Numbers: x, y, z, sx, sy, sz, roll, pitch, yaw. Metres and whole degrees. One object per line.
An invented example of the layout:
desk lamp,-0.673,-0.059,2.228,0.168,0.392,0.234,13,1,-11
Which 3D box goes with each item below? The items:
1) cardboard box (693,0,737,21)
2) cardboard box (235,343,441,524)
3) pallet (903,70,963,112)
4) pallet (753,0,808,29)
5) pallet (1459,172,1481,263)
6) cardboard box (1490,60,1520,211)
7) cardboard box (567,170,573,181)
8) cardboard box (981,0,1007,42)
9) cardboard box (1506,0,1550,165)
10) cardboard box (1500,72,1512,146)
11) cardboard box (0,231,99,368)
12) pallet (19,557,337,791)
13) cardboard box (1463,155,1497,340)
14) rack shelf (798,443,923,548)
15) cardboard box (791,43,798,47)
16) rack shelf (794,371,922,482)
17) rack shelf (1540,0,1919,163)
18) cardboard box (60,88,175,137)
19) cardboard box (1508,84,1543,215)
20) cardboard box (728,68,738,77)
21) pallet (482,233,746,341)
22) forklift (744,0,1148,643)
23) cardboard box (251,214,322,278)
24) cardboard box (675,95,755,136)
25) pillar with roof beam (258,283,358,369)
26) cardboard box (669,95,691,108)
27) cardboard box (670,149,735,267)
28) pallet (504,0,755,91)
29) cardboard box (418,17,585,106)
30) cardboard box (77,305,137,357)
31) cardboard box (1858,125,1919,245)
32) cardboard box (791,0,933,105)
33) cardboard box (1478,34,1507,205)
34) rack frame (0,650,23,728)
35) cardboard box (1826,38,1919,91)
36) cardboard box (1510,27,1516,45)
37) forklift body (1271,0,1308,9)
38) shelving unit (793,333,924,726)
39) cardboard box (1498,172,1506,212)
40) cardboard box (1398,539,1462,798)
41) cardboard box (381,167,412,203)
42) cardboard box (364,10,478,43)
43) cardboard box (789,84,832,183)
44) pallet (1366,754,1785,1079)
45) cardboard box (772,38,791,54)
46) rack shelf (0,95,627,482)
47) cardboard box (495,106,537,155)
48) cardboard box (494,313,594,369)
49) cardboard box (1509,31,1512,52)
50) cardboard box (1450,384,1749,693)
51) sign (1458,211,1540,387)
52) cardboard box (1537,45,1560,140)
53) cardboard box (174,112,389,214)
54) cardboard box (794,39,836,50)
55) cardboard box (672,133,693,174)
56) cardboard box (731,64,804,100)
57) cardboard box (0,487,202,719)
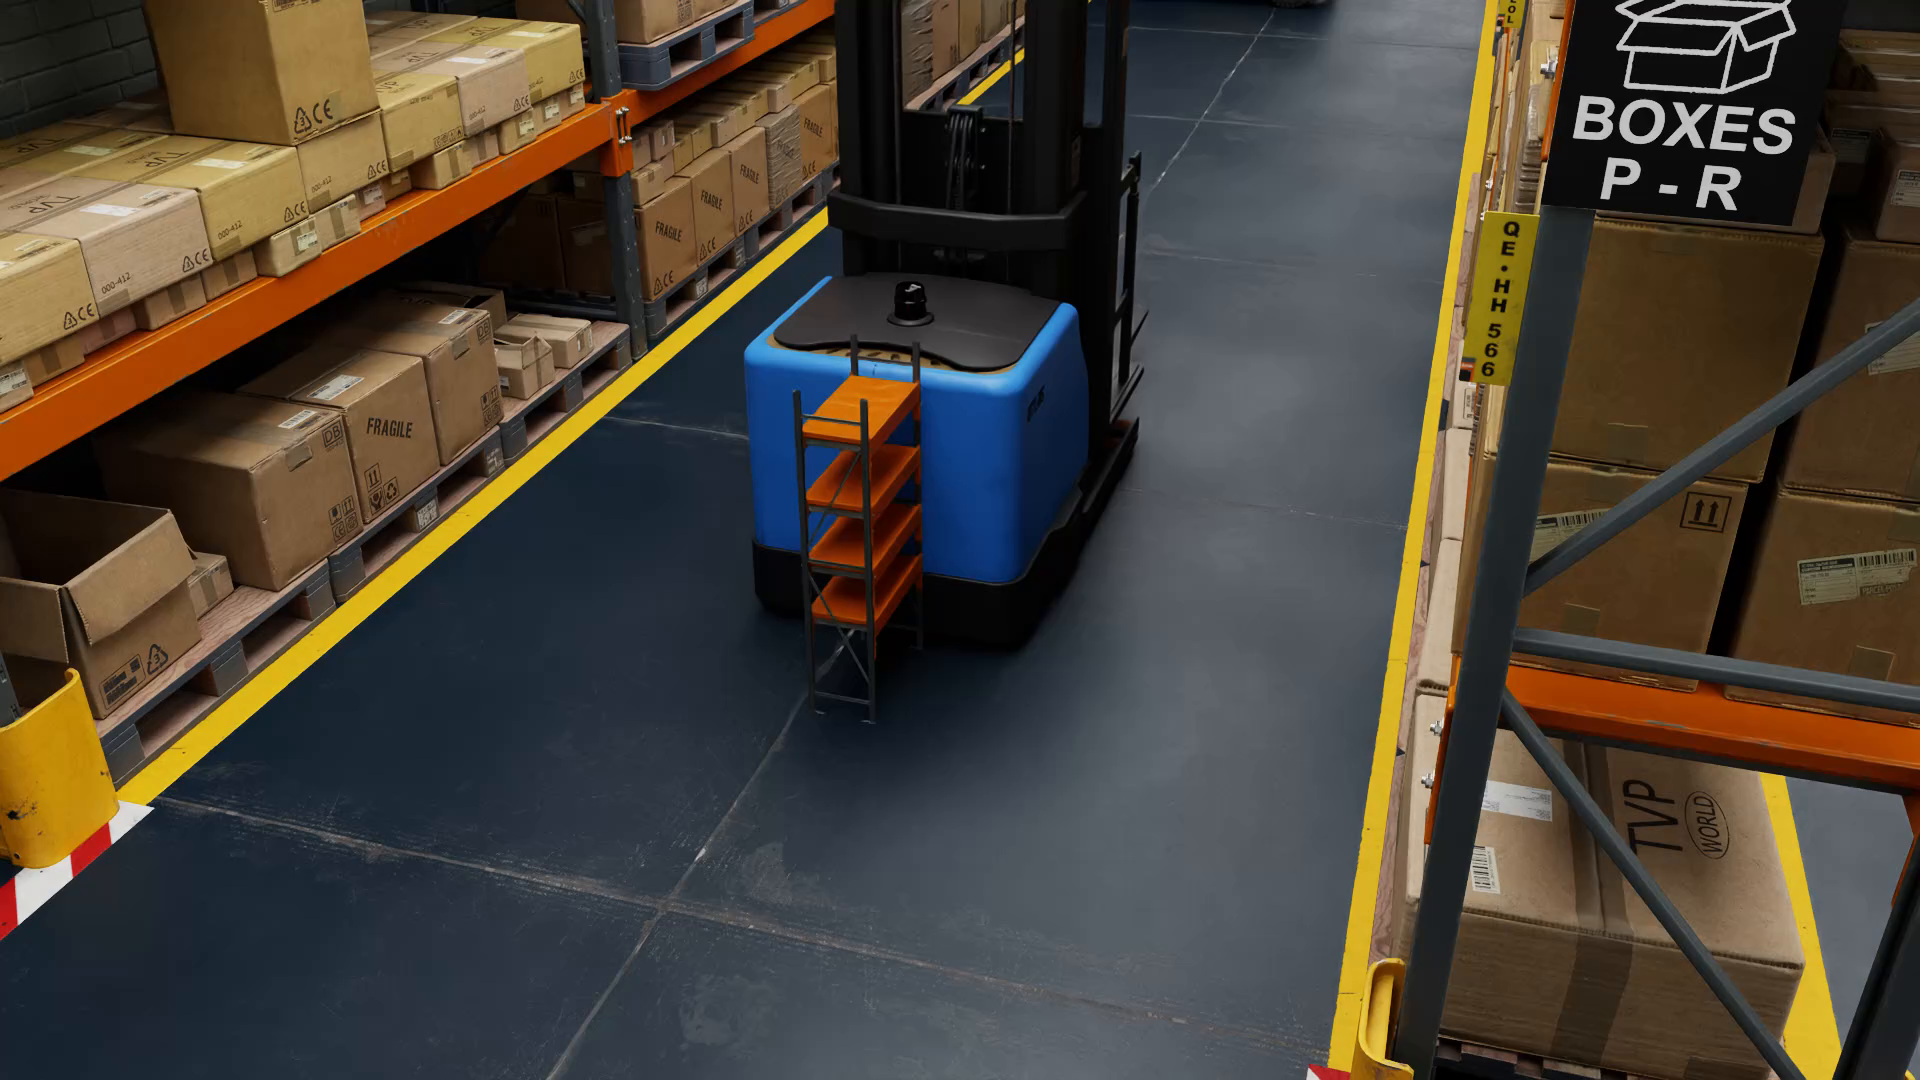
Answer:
cardboard box,-1.573,-2.965,8.460,0.700,0.500,0.500,9,30,15
cardboard box,-2.446,-0.431,6.578,0.500,0.500,0.500,9,30,16
pallet,-0.628,-3.322,12.504,1.003,0.211,1.213,8,30,15
pallet,-1.474,-3.175,9.569,1.003,0.211,1.213,8,30,15
pallet,3.536,-1.883,9.917,1.003,0.211,1.213,8,30,15
cardboard box,2.277,-1.461,6.188,0.500,0.500,0.500,9,30,17
cardboard box,-2.177,-2.014,8.757,0.380,0.149,0.250,9,30,15
cardboard box,-0.111,-4.564,13.880,0.875,0.625,0.625,8,30,14
cardboard box,1.978,-1.421,5.088,0.500,0.500,0.500,9,30,16
cardboard box,2.556,-1.777,7.013,0.500,0.250,0.500,8,30,14
cardboard box,-2.865,-0.682,4.739,0.500,0.250,0.500,9,30,15
pallet,-3.000,0.367,5.873,1.003,0.211,1.213,8,30,15
cardboard box,2.770,-1.152,7.490,0.875,0.875,0.875,9,30,16
rack shelf,-0.323,-0.167,5.494,0.258,0.148,0.480,9,30,15
cardboard box,-1.299,-3.099,11.374,0.500,0.500,0.500,10,31,17
rack shelf,-0.323,-0.373,5.379,0.258,0.148,0.480,9,30,15
rack shelf,2.078,-1.665,4.312,1.077,0.370,4.000,8,30,15
cardboard box,-2.918,-1.473,6.161,0.500,0.250,0.500,8,30,15
cardboard box,1.530,-0.725,3.836,0.500,0.500,0.500,9,30,15
cardboard box,-1.627,-2.980,10.494,0.380,0.149,0.250,7,30,13
pallet,-1.879,-1.469,9.174,1.003,0.211,1.213,8,30,15
forklift,0.165,-1.616,6.640,1.130,2.935,3.031,9,30,15
cardboard box,-2.471,-1.041,5.794,0.380,0.149,0.250,8,30,13
cardboard box,-1.398,-2.424,9.493,0.380,0.149,0.250,10,30,17
pillar with roof beam,0.968,-4.117,4.894,9.100,9.000,0.400,8,30,15
cardboard box,-1.806,-2.612,9.832,0.380,0.149,0.250,7,30,13
cardboard box,-1.577,-1.837,9.106,0.500,0.500,0.500,8,30,14
pallet,-1.742,-2.576,8.493,1.003,0.211,1.213,8,30,15
cardboard box,-1.998,-2.097,7.283,0.500,0.250,0.500,9,30,16
cardboard box,-2.822,-0.701,5.183,0.380,0.149,0.250,8,30,14
cardboard box,1.860,-0.629,2.996,0.380,0.149,0.250,9,30,16
cardboard box,-0.711,-3.597,12.141,0.875,0.625,0.625,9,30,16
cardboard box,3.557,-2.403,9.737,0.875,0.875,0.875,8,30,14
rack frame,-3.255,-0.446,4.465,1.000,3.000,0.127,8,30,15
cardboard box,2.114,-0.990,3.645,0.380,0.149,0.250,8,30,13
cardboard box,2.848,-2.465,7.736,0.500,0.250,0.500,9,30,16
forklift body,2.628,-6.369,15.986,2.313,2.155,1.214,8,30,15
shelving unit,-0.323,-0.030,5.570,0.258,1.200,0.503,9,30,15
cardboard box,1.822,-0.758,4.924,0.500,0.500,0.500,9,30,16
cardboard box,1.850,0.450,5.060,0.875,0.438,0.875,9,30,16
cardboard box,-2.376,-1.417,6.471,0.380,0.149,0.250,9,30,16
cardboard box,-2.485,-2.177,7.427,0.500,0.250,0.500,8,30,14
cardboard box,-1.134,-2.553,10.392,0.500,0.500,0.500,10,31,17
pallet,1.651,1.097,4.561,1.003,0.211,1.213,8,30,15
cardboard box,-1.358,-3.340,11.141,0.380,0.149,0.250,10,31,17
rack shelf,-2.668,-1.061,6.311,1.077,0.370,4.000,8,30,15
cardboard box,-2.042,-1.762,7.090,0.380,0.149,0.250,9,30,16
cardboard box,-1.964,-0.941,7.857,0.380,0.149,0.250,8,30,13
cardboard box,3.161,-2.716,8.700,0.500,0.250,0.500,9,30,17
cardboard box,1.379,-0.045,3.642,0.500,0.500,0.500,9,30,15
sign,0.976,-0.432,3.007,0.100,0.325,0.005,8,30,15
cardboard box,1.452,-0.952,3.577,0.380,0.149,0.250,8,30,14
cardboard box,-2.441,-1.393,6.018,0.500,0.250,0.500,8,30,14
cardboard box,-0.860,-3.141,10.783,0.380,0.149,0.250,7,30,12
cardboard box,-1.650,-2.068,8.855,0.380,0.149,0.250,7,30,12
cardboard box,-1.174,-2.793,10.157,0.380,0.149,0.250,8,30,14
cardboard box,-2.985,0.191,5.457,0.797,0.503,0.637,7,30,13
